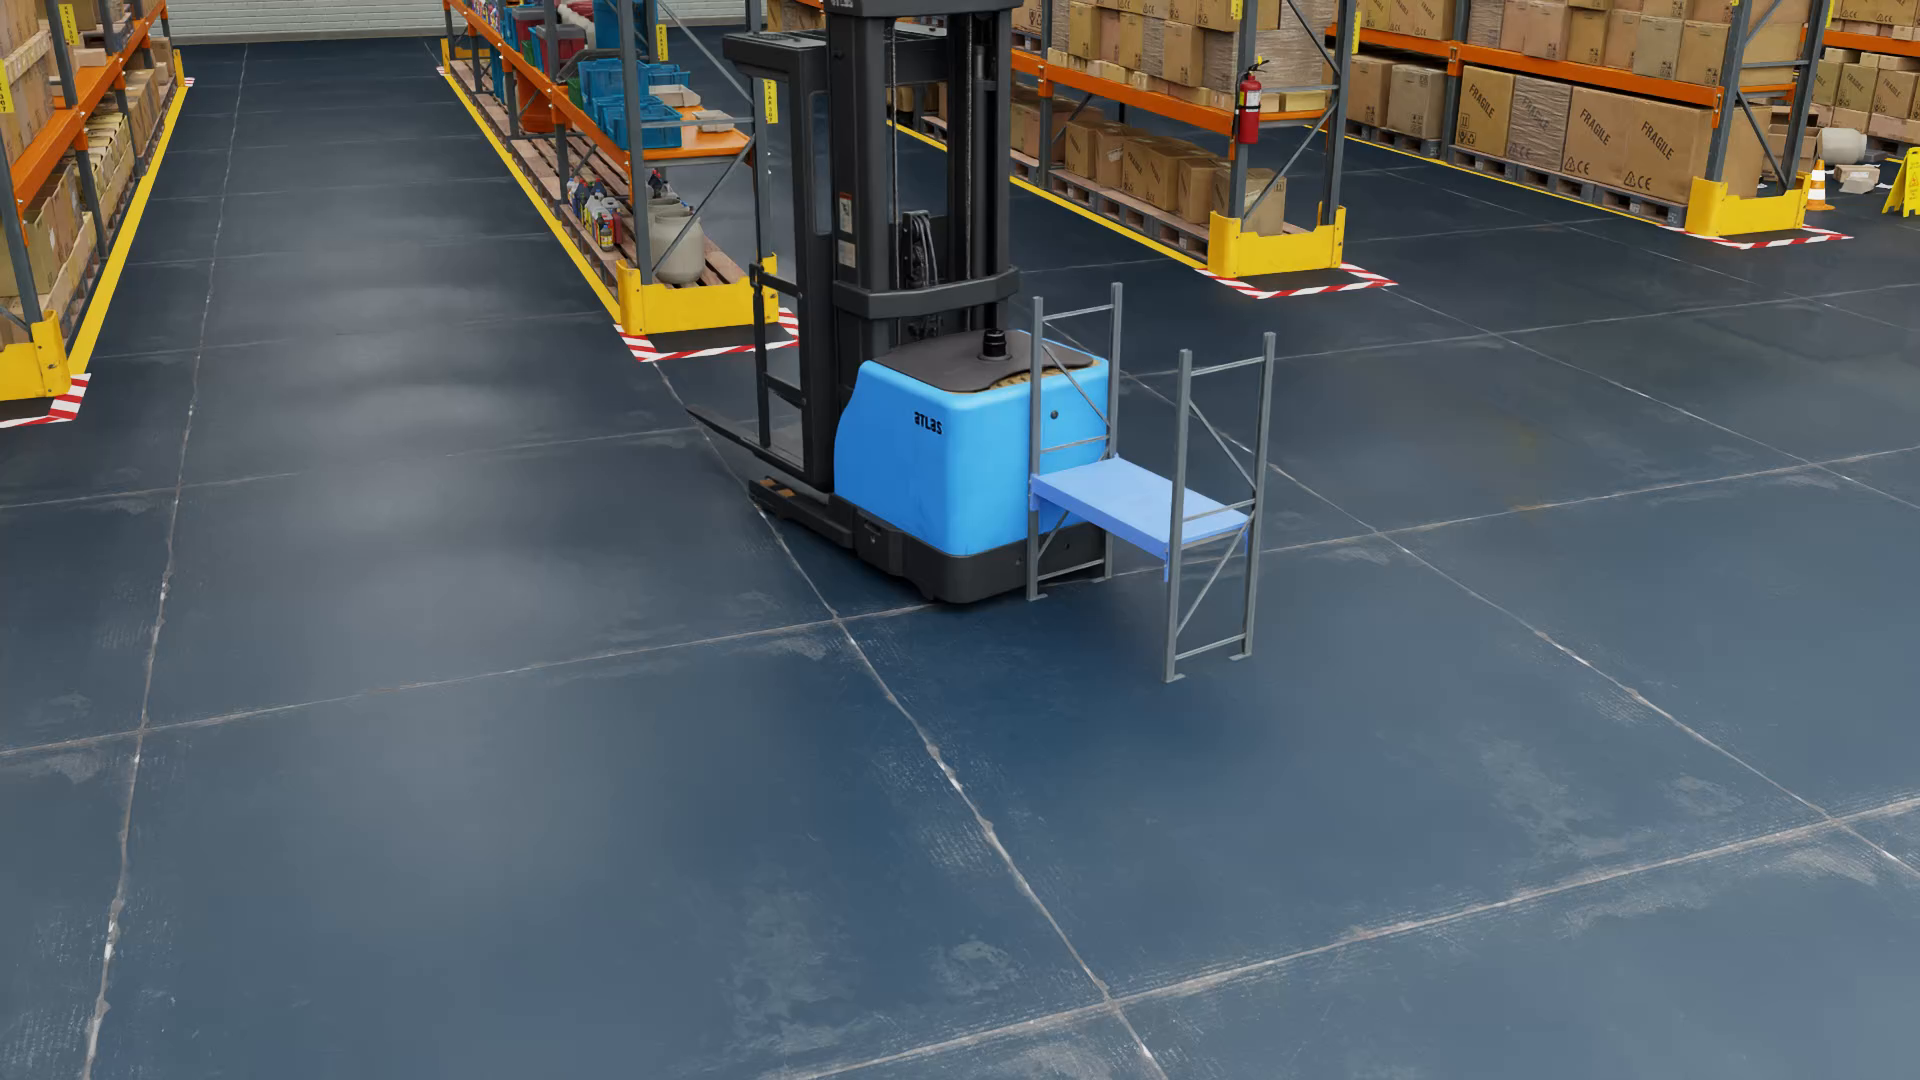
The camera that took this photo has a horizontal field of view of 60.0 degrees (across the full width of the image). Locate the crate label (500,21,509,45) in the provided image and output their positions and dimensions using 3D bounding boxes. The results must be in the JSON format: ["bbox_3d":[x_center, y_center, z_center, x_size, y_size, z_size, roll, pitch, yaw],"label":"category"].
[{"bbox_3d":[-4.932,-5.638,18.481,0.303,0.233,0.416,-8,24,-19],"label":"crate label"}]

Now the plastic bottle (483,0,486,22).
[{"bbox_3d":[-5.878,-6.592,20.693,0.097,0.271,0.097,0,23,0],"label":"plastic bottle"}]

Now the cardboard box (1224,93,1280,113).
[{"bbox_3d":[2.436,-3.652,13.877,0.380,0.149,0.250,-8,24,-19],"label":"cardboard box"}]

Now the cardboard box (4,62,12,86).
[{"bbox_3d":[-6.843,-3.227,11.580,0.380,0.149,0.250,-9,25,-21],"label":"cardboard box"}]

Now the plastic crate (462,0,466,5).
[{"bbox_3d":[-6.627,-7.517,22.665,0.392,0.384,0.575,-8,24,-19],"label":"plastic crate"}]

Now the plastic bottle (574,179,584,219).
[{"bbox_3d":[-3.420,-3.098,15.083,0.144,0.351,0.185,-8,24,-18],"label":"plastic bottle"}]

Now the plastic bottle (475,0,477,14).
[{"bbox_3d":[-6.207,-6.963,21.568,0.152,0.276,0.135,-8,24,-19],"label":"plastic bottle"}]

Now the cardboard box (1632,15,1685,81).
[{"bbox_3d":[7.017,-4.731,15.920,0.875,0.550,0.550,-8,24,-19],"label":"cardboard box"}]

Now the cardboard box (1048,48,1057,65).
[{"bbox_3d":[1.111,-4.911,16.863,0.380,0.149,0.250,-8,24,-19],"label":"cardboard box"}]

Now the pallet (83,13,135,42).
[{"bbox_3d":[-10.057,-5.859,19.037,1.003,0.211,1.213,-8,24,-19],"label":"pallet"}]

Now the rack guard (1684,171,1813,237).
[{"bbox_3d":[7.414,-3.176,15.642,1.175,0.500,0.348,-8,24,-19],"label":"rack guard"}]

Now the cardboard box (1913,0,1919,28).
[{"bbox_3d":[11.043,-5.947,18.485,0.500,0.500,0.500,-8,24,-18],"label":"cardboard box"}]

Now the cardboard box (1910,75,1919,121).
[{"bbox_3d":[11.114,-4.953,18.674,0.500,0.500,0.500,-9,24,-20],"label":"cardboard box"}]

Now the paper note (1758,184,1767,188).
[{"bbox_3d":[8.454,-3.755,17.622,0.144,0.017,0.142,0,23,-1],"label":"paper note"}]

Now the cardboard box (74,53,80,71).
[{"bbox_3d":[-8.863,-4.670,16.292,0.380,0.149,0.250,-7,24,-15],"label":"cardboard box"}]

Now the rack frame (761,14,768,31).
[{"bbox_3d":[-2.923,-9.506,27.443,1.000,3.000,0.127,-8,24,-19],"label":"rack frame"}]

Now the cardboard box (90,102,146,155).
[{"bbox_3d":[-9.259,-4.497,18.210,0.500,0.500,0.500,-7,24,-17],"label":"cardboard box"}]

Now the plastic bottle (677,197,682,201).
[{"bbox_3d":[-2.481,-2.895,14.702,0.097,0.271,0.097,0,23,0],"label":"plastic bottle"}]

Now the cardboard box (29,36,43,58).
[{"bbox_3d":[-7.476,-3.879,13.127,0.380,0.149,0.250,-9,25,-21],"label":"cardboard box"}]

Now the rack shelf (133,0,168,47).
[{"bbox_3d":[-11.485,-7.090,22.637,1.077,0.370,4.000,-8,24,-19],"label":"rack shelf"}]

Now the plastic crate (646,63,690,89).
[{"bbox_3d":[-2.672,-4.033,14.649,0.499,0.251,0.616,-8,24,-19],"label":"plastic crate"}]

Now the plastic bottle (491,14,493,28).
[{"bbox_3d":[-5.584,-6.257,19.990,0.097,0.201,0.097,0,23,0],"label":"plastic bottle"}]

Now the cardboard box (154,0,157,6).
[{"bbox_3d":[-11.243,-7.516,22.592,0.500,0.500,0.500,-9,24,-20],"label":"cardboard box"}]

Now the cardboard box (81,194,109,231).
[{"bbox_3d":[-7.863,-2.895,14.757,0.500,0.250,0.500,-9,24,-20],"label":"cardboard box"}]

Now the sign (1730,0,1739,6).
[{"bbox_3d":[6.893,-4.910,14.741,0.100,0.325,0.005,-8,24,-19],"label":"sign"}]

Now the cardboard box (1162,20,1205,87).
[{"bbox_3d":[2.272,-4.245,14.447,0.875,0.500,0.500,-8,24,-19],"label":"cardboard box"}]

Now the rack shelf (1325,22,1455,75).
[{"bbox_3d":[5.286,-6.185,20.489,1.077,0.370,4.000,-8,24,-19],"label":"rack shelf"}]

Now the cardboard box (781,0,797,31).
[{"bbox_3d":[-2.301,-8.169,26.464,0.875,0.875,0.875,-8,24,-19],"label":"cardboard box"}]

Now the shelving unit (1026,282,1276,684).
[{"bbox_3d":[0.819,-0.285,7.496,0.538,1.500,1.048,-14,27,-31],"label":"shelving unit"}]

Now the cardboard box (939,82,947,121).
[{"bbox_3d":[0.159,-5.410,20.375,0.700,0.500,0.500,-10,25,-22],"label":"cardboard box"}]

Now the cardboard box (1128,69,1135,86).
[{"bbox_3d":[1.784,-4.283,15.374,0.380,0.149,0.250,-8,24,-19],"label":"cardboard box"}]

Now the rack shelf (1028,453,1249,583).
[{"bbox_3d":[0.819,-0.119,7.566,0.538,0.185,1.000,-14,27,-31],"label":"rack shelf"}]

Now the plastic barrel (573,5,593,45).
[{"bbox_3d":[-3.709,-5.174,16.988,0.433,0.535,0.433,0,23,0],"label":"plastic barrel"}]

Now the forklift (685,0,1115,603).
[{"bbox_3d":[-0.502,-1.561,8.681,1.130,2.935,3.031,-16,28,-33],"label":"forklift"}]

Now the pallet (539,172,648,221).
[{"bbox_3d":[-3.631,-3.462,16.691,1.003,0.211,1.213,-8,24,-19],"label":"pallet"}]

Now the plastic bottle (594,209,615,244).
[{"bbox_3d":[-3.027,-2.663,14.147,0.152,0.276,0.135,-8,24,-19],"label":"plastic bottle"}]

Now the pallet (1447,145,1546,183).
[{"bbox_3d":[6.188,-4.218,18.486,1.003,0.211,1.213,-8,24,-19],"label":"pallet"}]

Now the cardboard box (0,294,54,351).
[{"bbox_3d":[-6.521,-1.487,11.415,0.500,0.250,0.500,-8,24,-19],"label":"cardboard box"}]

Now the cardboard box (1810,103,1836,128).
[{"bbox_3d":[10.543,-5.181,20.180,0.500,0.250,0.500,-10,25,-21],"label":"cardboard box"}]

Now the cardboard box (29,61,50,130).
[{"bbox_3d":[-7.598,-3.483,13.024,0.700,0.500,0.500,-9,24,-20],"label":"cardboard box"}]

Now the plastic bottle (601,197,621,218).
[{"bbox_3d":[-3.074,-2.870,14.639,0.152,0.276,0.135,-8,24,-19],"label":"plastic bottle"}]

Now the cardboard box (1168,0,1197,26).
[{"bbox_3d":[2.122,-4.684,14.201,0.500,0.500,0.500,-8,24,-19],"label":"cardboard box"}]

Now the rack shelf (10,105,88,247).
[{"bbox_3d":[-7.246,-2.730,12.292,1.077,0.370,4.000,-8,24,-19],"label":"rack shelf"}]

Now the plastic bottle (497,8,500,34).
[{"bbox_3d":[-5.354,-6.039,19.365,0.061,0.283,0.133,-8,24,-19],"label":"plastic bottle"}]

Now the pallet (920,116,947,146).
[{"bbox_3d":[0.178,-5.030,20.413,1.003,0.211,1.213,-8,24,-19],"label":"pallet"}]

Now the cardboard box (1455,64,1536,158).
[{"bbox_3d":[6.149,-4.766,18.391,0.875,0.875,0.875,-8,24,-18],"label":"cardboard box"}]

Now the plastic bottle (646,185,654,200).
[{"bbox_3d":[-2.882,-3.121,15.232,0.152,0.276,0.135,-8,24,-19],"label":"plastic bottle"}]

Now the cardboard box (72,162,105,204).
[{"bbox_3d":[-7.866,-3.158,14.657,0.500,0.311,0.500,-8,24,-19],"label":"cardboard box"}]

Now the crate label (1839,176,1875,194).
[{"bbox_3d":[9.388,-3.714,17.385,0.298,0.136,0.250,18,29,36],"label":"crate label"}]

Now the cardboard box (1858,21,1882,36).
[{"bbox_3d":[10.713,-5.960,19.352,0.380,0.149,0.250,-8,24,-17],"label":"cardboard box"}]

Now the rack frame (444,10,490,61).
[{"bbox_3d":[-7.557,-8.827,25.830,1.000,3.000,0.127,-8,24,-19],"label":"rack frame"}]

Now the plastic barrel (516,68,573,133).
[{"bbox_3d":[-4.919,-5.289,19.690,0.600,0.830,0.708,-8,24,-19],"label":"plastic barrel"}]

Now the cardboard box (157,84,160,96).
[{"bbox_3d":[-10.725,-5.841,21.642,0.500,0.311,0.500,-8,24,-19],"label":"cardboard box"}]

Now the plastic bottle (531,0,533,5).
[{"bbox_3d":[-5.375,-6.742,21.050,0.097,0.271,0.097,0,23,0],"label":"plastic bottle"}]

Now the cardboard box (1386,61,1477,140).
[{"bbox_3d":[5.689,-5.160,19.486,1.050,0.750,0.750,-8,24,-19],"label":"cardboard box"}]

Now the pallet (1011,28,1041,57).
[{"bbox_3d":[1.182,-5.355,17.841,1.003,0.211,1.213,-8,24,-19],"label":"pallet"}]

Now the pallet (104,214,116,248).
[{"bbox_3d":[-8.249,-2.766,15.040,1.003,0.211,1.213,-8,24,-19],"label":"pallet"}]

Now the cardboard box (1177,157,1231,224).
[{"bbox_3d":[2.281,-3.176,15.101,0.500,0.500,0.500,-2,23,-5],"label":"cardboard box"}]
